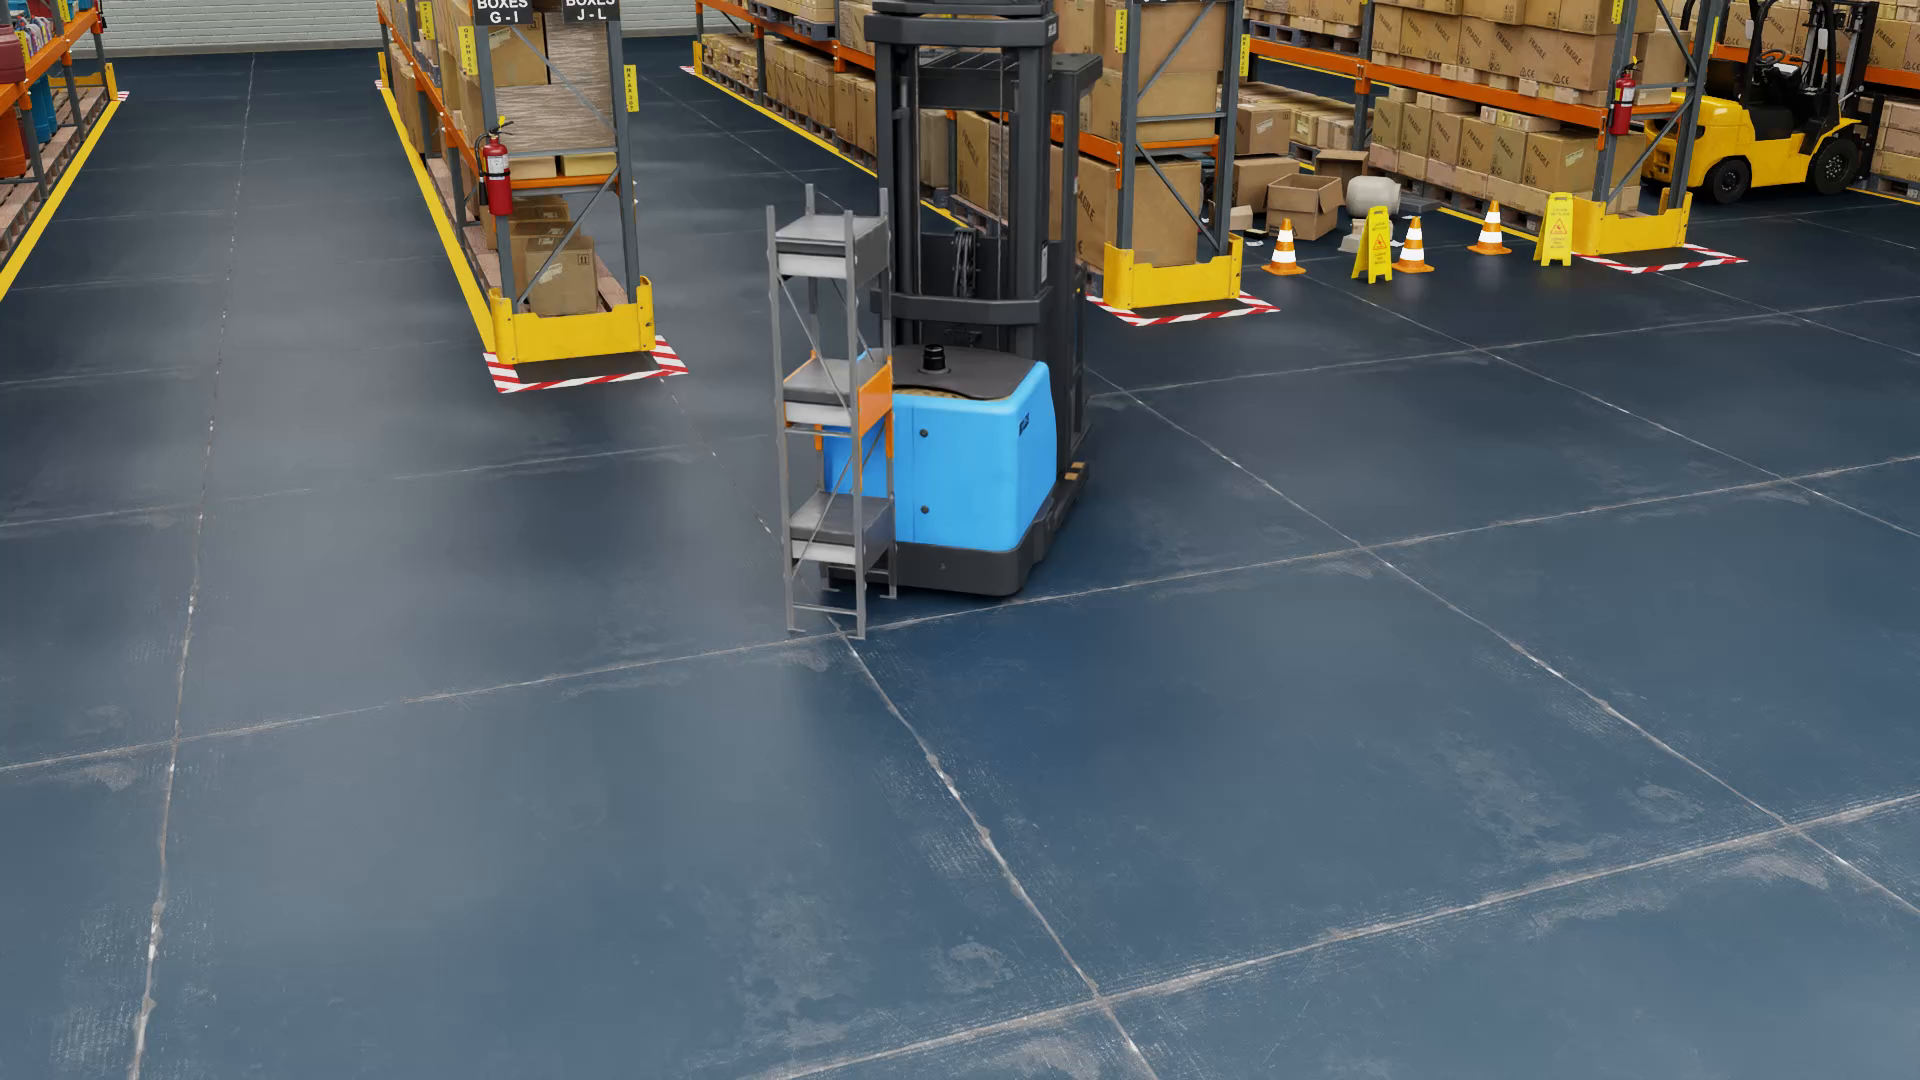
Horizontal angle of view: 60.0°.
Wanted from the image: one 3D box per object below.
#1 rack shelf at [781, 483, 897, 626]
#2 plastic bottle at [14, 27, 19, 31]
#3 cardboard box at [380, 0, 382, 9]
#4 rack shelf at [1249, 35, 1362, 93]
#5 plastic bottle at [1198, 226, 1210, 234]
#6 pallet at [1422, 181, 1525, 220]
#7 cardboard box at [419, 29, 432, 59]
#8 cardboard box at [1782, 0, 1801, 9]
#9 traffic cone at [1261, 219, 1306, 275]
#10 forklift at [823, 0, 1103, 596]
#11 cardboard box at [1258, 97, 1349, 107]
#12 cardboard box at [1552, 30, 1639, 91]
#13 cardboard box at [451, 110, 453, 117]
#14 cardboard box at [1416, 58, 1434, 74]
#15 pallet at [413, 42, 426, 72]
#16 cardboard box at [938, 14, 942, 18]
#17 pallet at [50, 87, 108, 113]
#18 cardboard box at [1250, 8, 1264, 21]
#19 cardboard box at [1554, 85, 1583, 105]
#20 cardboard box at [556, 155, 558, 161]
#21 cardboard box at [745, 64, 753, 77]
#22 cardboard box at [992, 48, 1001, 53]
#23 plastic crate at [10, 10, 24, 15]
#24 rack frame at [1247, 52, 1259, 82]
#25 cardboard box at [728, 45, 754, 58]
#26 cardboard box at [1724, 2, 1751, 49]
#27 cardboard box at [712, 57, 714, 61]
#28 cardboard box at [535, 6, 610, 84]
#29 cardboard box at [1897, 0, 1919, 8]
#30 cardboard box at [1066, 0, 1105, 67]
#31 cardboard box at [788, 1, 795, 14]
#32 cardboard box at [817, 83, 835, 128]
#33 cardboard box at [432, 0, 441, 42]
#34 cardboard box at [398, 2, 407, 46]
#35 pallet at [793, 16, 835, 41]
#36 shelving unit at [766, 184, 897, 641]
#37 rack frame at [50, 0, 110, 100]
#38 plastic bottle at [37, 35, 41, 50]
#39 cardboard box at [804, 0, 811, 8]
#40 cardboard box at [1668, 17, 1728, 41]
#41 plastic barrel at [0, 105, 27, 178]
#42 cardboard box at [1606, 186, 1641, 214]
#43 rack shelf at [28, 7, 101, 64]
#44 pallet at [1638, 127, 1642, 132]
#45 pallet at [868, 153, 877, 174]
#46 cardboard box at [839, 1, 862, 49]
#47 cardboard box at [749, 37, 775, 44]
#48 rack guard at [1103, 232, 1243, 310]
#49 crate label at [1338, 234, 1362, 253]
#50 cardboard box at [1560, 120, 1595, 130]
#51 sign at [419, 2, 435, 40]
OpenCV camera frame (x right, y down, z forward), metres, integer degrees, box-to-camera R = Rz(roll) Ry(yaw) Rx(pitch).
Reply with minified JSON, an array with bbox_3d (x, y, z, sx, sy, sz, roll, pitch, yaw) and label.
[{"bbox_3d":[-0.588,0.066,8.218,0.431,0.518,0.480,6,24,15],"label":"rack shelf"},{"bbox_3d":[-10.996,-5.840,19.410,0.097,0.271,0.097,0,23,0],"label":"plastic bottle"},{"bbox_3d":[-8.271,-7.848,24.330,0.380,0.149,0.250,-9,24,-20],"label":"cardboard box"},{"bbox_3d":[4.260,-5.999,20.548,1.077,0.370,4.000,-8,24,-19],"label":"rack shelf"},{"bbox_3d":[2.339,-3.075,16.467,0.283,0.061,0.133,-18,29,-37],"label":"plastic bottle"},{"bbox_3d":[5.671,-3.636,17.604,1.003,0.211,1.213,-8,24,-19],"label":"pallet"},{"bbox_3d":[-5.341,-5.182,17.334,0.500,0.250,0.500,-9,24,-20],"label":"cardboard box"},{"bbox_3d":[9.704,-6.195,19.122,0.380,0.149,0.250,-8,24,-18],"label":"cardboard box"},{"bbox_3d":[2.925,-2.653,14.950,0.336,0.463,0.334,-8,24,-19],"label":"traffic cone"},{"bbox_3d":[0.154,-1.613,9.304,1.130,2.935,3.031,6,24,14],"label":"forklift"},{"bbox_3d":[4.274,-5.290,20.782,0.950,0.372,0.625,-8,24,-17],"label":"cardboard box"},{"bbox_3d":[5.930,-4.493,15.536,0.500,0.500,0.500,-9,24,-20],"label":"cardboard box"},{"bbox_3d":[-4.320,-3.829,14.797,0.380,0.149,0.250,-8,24,-19],"label":"cardboard box"},{"bbox_3d":[5.092,-5.058,17.712,0.380,0.149,0.250,-8,24,-17],"label":"cardboard box"},{"bbox_3d":[-5.366,-5.365,18.364,1.213,0.211,1.003,-8,24,-19],"label":"pallet"},{"bbox_3d":[0.190,-5.574,17.198,0.700,0.500,0.500,-9,24,-20],"label":"cardboard box"},{"bbox_3d":[-12.923,-6.335,24.008,1.003,0.211,1.213,-8,24,-19],"label":"pallet"},{"bbox_3d":[3.852,-6.599,20.827,0.380,0.149,0.250,-7,24,-16],"label":"cardboard box"},{"bbox_3d":[5.854,-4.218,15.719,0.380,0.149,0.250,-9,24,-20],"label":"cardboard box"},{"bbox_3d":[-2.914,-2.998,12.824,0.380,0.149,0.250,-8,24,-19],"label":"cardboard box"},{"bbox_3d":[-2.971,-6.979,24.694,0.380,0.149,0.250,-10,25,-22],"label":"cardboard box"},{"bbox_3d":[0.809,-4.416,15.671,0.875,0.550,0.550,-8,24,-19],"label":"cardboard box"},{"bbox_3d":[-12.661,-6.969,22.185,0.293,0.136,0.466,-8,24,-19],"label":"plastic crate"},{"bbox_3d":[3.553,-7.057,22.132,1.000,3.000,0.127,-8,24,-19],"label":"rack frame"},{"bbox_3d":[-3.354,-7.506,25.561,0.380,0.149,0.250,-9,25,-21],"label":"cardboard box"},{"bbox_3d":[9.521,-6.135,19.816,0.500,0.500,0.500,-9,24,-20],"label":"cardboard box"},{"bbox_3d":[-3.813,-7.810,27.048,0.380,0.149,0.250,-8,24,-19],"label":"cardboard box"},{"bbox_3d":[-2.831,-3.672,12.301,0.500,0.500,0.500,-8,24,-19],"label":"cardboard box"},{"bbox_3d":[10.250,-5.773,17.738,0.380,0.149,0.250,-8,24,-18],"label":"cardboard box"},{"bbox_3d":[1.409,-4.329,14.075,0.875,0.550,0.550,-8,24,-19],"label":"cardboard box"},{"bbox_3d":[-2.005,-6.908,21.560,0.380,0.149,0.250,-9,25,-21],"label":"cardboard box"},{"bbox_3d":[-1.519,-5.586,21.320,0.500,0.500,0.500,-8,24,-19],"label":"cardboard box"},{"bbox_3d":[-4.384,-4.690,14.716,0.500,0.500,0.500,-8,24,-19],"label":"cardboard box"},{"bbox_3d":[-6.481,-6.259,20.110,0.500,0.500,0.500,-9,25,-21],"label":"cardboard box"},{"bbox_3d":[-1.393,-6.497,21.051,1.213,0.211,1.003,-8,24,-19],"label":"pallet"},{"bbox_3d":[-0.591,-0.588,7.933,0.431,2.100,0.503,6,24,15],"label":"shelving unit"},{"bbox_3d":[-13.178,-7.925,24.190,1.000,3.000,0.127,-8,24,-19],"label":"rack frame"},{"bbox_3d":[-10.902,-5.878,19.589,0.097,0.201,0.097,0,23,0],"label":"plastic bottle"},{"bbox_3d":[-1.738,-6.770,20.850,0.380,0.149,0.250,-7,24,-17],"label":"cardboard box"},{"bbox_3d":[9.186,-6.364,20.681,0.500,0.250,0.500,-8,24,-18],"label":"cardboard box"},{"bbox_3d":[-10.540,-4.387,18.050,0.600,0.830,0.708,-8,24,-19],"label":"plastic barrel"},{"bbox_3d":[6.353,-3.408,16.473,0.500,0.250,0.500,-9,24,-19],"label":"cardboard box"},{"bbox_3d":[-12.471,-6.867,22.606,1.077,0.370,4.000,-8,24,-19],"label":"rack shelf"},{"bbox_3d":[8.877,-5.708,22.520,1.003,0.211,1.213,-8,24,-19],"label":"pallet"},{"bbox_3d":[-0.407,-4.317,19.221,1.003,0.211,1.213,-8,24,-19],"label":"pallet"},{"bbox_3d":[-1.136,-6.187,19.939,0.500,0.500,0.500,-8,24,-18],"label":"cardboard box"},{"bbox_3d":[-3.166,-7.966,26.652,0.380,0.149,0.250,-9,25,-21],"label":"cardboard box"},{"bbox_3d":[1.793,-2.274,14.002,1.175,0.500,0.348,-8,24,-19],"label":"rack guard"},{"bbox_3d":[3.767,-2.812,15.745,0.298,0.136,0.250,18,29,36],"label":"crate label"},{"bbox_3d":[6.155,-3.952,16.797,0.500,0.500,0.500,-9,25,-21],"label":"cardboard box"},{"bbox_3d":[-4.823,-4.700,15.049,0.100,0.325,0.005,-8,24,-19],"label":"sign"}]
